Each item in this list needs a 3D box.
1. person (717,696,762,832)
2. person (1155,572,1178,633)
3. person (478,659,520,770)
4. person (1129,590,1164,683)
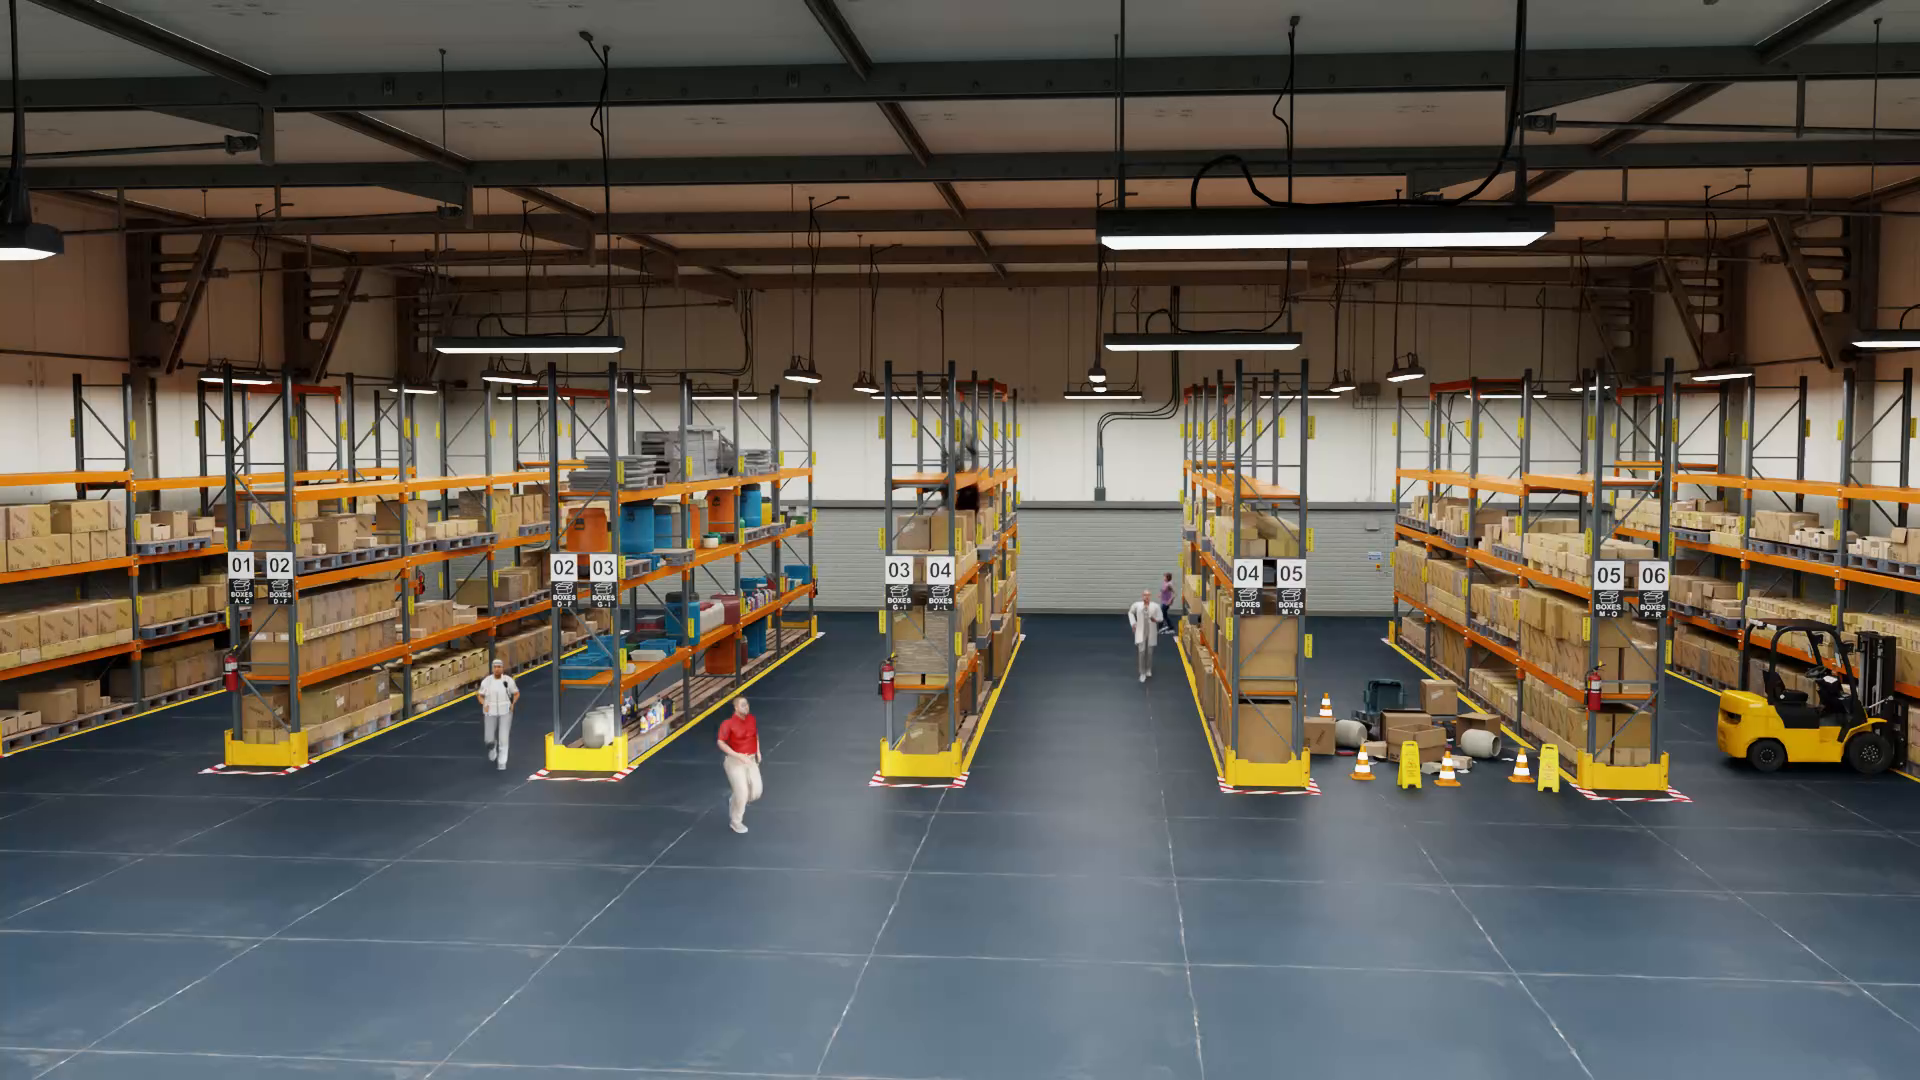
[{"bbox_3d":[-2.741,2.796,20.853,0.620,1.685,0.698,3,5,40],"label":"person"},{"bbox_3d":[5.029,1.554,40.714,0.573,1.545,0.674,-1,4,-8],"label":"person"},{"bbox_3d":[-6.839,2.577,24.678,0.608,1.603,0.609,-1,4,-12],"label":"person"},{"bbox_3d":[3.742,1.910,33.440,0.694,1.824,0.875,0,4,4],"label":"person"}]
